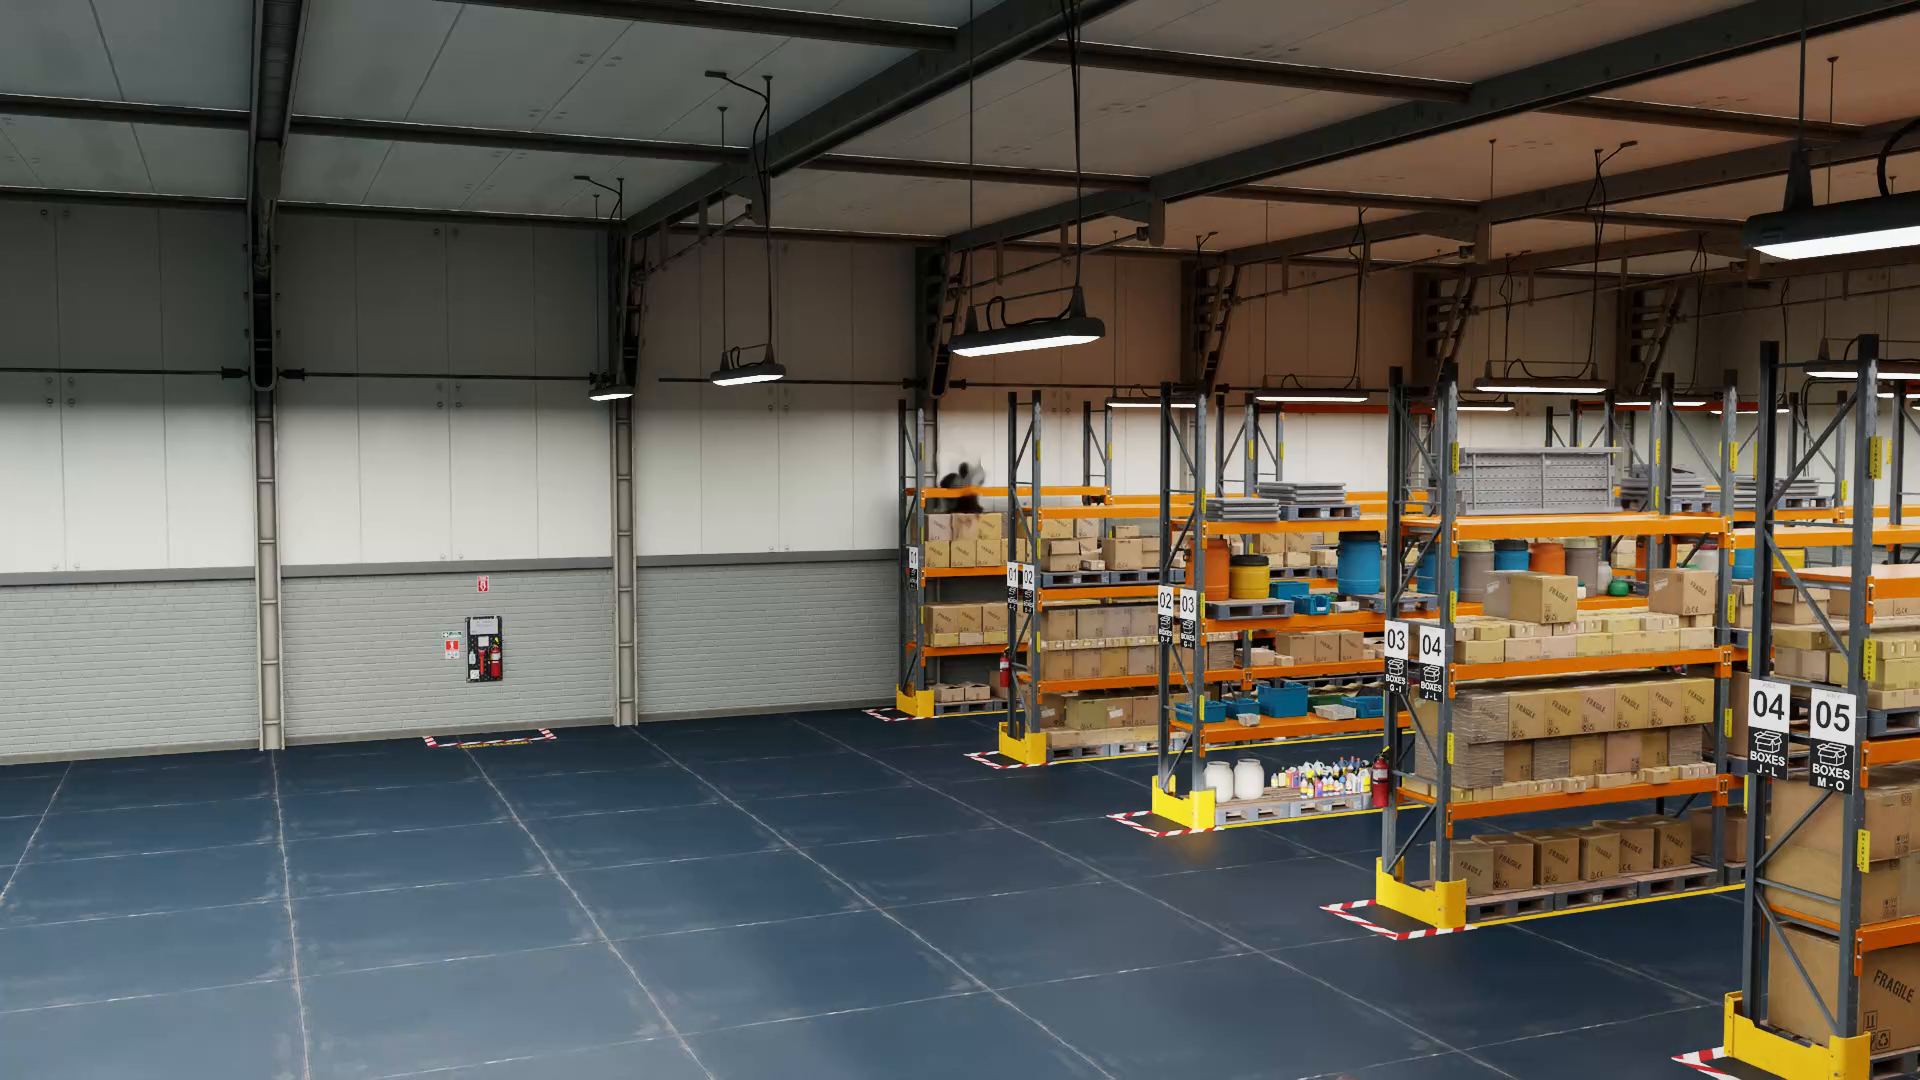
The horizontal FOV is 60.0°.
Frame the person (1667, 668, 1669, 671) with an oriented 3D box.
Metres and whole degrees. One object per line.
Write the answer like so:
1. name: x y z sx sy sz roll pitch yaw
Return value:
1. person: 12.406 2.569 29.809 0.713 1.748 0.638 -3 4 -37
